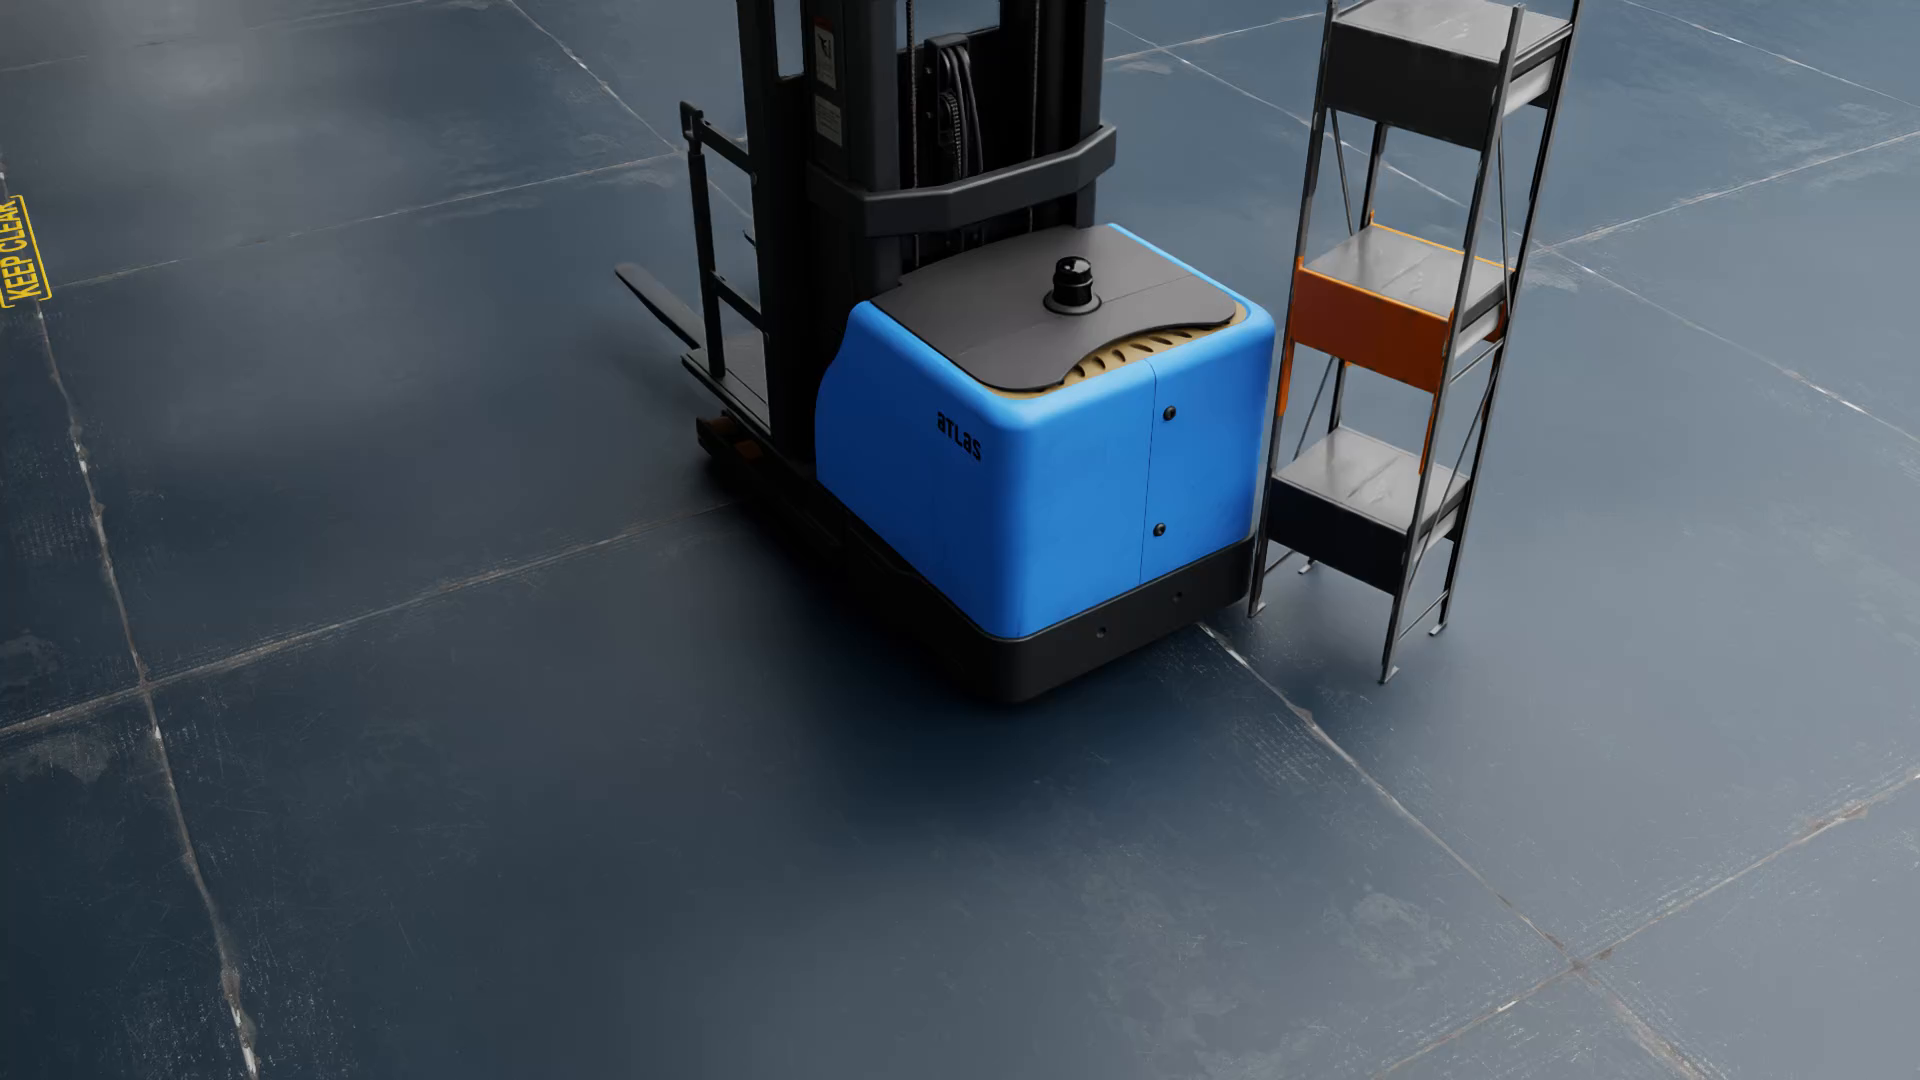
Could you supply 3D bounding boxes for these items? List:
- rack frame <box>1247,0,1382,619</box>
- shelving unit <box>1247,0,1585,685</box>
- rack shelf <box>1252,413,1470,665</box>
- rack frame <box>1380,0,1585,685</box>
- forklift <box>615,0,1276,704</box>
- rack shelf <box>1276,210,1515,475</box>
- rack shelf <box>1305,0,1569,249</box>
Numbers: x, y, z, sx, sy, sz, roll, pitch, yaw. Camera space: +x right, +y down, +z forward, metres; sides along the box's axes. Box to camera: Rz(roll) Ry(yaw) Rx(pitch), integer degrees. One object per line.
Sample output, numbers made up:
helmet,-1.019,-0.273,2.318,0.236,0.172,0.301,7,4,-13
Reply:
rack frame,1.071,-0.682,4.903,0.015,2.100,0.400,27,44,32
shelving unit,1.254,-0.587,4.773,0.503,2.100,0.431,27,44,32
rack shelf,1.254,-0.010,5.194,0.480,0.518,0.431,27,44,32
rack frame,1.437,-0.491,4.643,0.015,2.100,0.400,27,44,32
forklift,-0.309,-1.523,5.350,1.130,2.935,3.031,-22,42,-27
rack shelf,1.254,-0.576,4.781,0.480,0.518,0.431,27,44,32
rack shelf,1.254,-1.141,4.368,0.480,0.518,0.431,27,44,32
